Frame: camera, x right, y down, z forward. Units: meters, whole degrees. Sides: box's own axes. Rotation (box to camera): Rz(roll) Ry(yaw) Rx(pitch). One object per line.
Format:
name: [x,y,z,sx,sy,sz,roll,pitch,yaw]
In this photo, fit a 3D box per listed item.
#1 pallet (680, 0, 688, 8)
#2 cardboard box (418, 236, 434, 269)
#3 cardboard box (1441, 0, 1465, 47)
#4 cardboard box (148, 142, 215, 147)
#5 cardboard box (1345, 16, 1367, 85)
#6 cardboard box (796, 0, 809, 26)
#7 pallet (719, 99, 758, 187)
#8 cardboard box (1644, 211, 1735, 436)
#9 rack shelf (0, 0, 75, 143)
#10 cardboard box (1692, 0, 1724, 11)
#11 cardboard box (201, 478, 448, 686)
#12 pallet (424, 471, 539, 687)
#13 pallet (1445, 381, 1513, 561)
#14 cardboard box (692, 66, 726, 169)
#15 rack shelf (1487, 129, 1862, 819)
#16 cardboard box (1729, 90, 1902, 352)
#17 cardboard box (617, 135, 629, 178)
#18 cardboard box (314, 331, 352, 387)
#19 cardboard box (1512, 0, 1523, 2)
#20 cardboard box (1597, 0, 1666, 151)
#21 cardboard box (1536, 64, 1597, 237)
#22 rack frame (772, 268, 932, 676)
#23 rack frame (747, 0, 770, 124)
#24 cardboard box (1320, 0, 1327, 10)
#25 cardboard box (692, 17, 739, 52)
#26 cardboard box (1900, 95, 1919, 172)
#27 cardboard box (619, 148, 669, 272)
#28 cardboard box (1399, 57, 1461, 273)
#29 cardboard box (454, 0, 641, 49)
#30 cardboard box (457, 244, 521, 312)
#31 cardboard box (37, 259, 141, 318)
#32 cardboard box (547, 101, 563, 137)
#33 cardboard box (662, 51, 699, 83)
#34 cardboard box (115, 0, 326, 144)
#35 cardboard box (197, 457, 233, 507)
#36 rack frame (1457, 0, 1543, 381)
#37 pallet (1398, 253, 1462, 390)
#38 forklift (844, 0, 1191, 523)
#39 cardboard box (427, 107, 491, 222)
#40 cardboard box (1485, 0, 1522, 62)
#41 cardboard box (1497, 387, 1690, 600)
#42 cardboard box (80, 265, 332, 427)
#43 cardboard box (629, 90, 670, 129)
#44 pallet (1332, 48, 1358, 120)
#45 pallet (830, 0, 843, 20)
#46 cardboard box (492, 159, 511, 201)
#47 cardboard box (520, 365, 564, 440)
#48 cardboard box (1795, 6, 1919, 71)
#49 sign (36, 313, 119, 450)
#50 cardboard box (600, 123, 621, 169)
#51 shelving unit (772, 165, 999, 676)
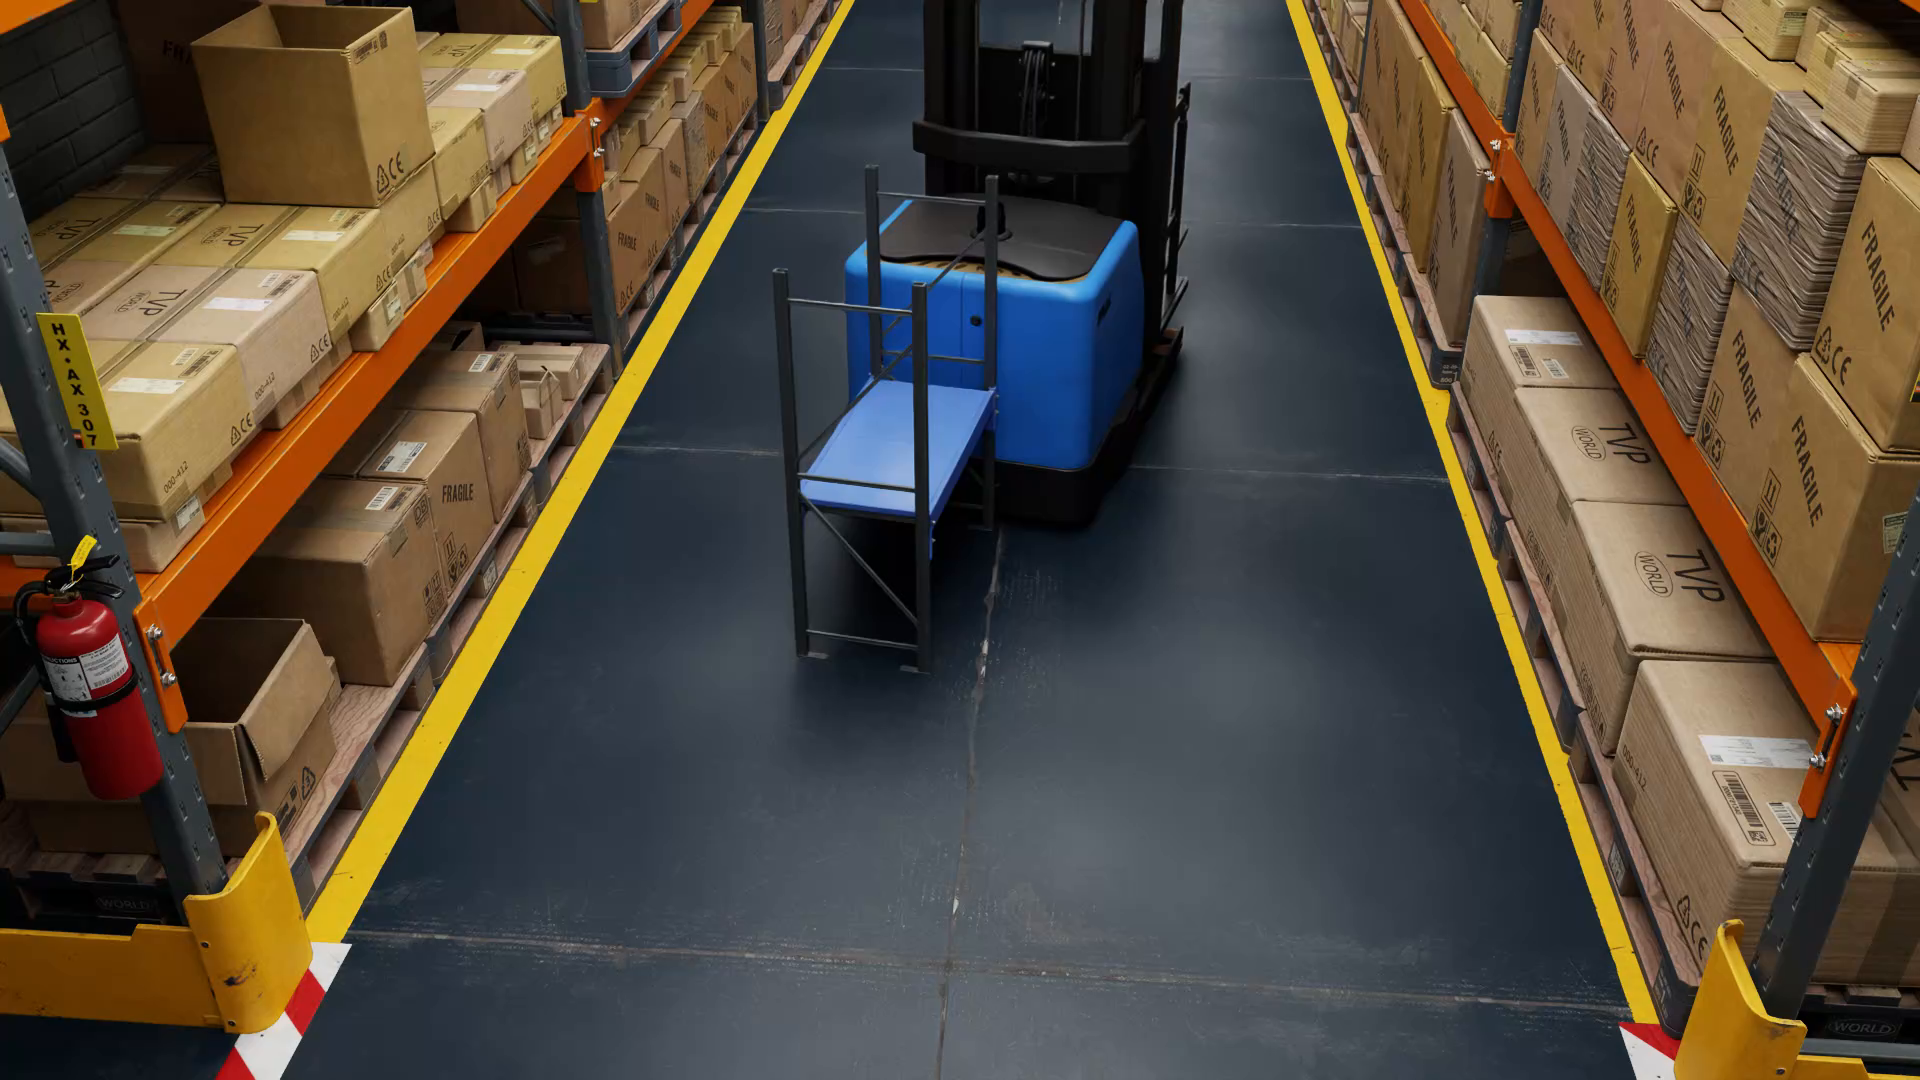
pallet: [-1.966,-3.081,9.073,1.003,0.211,1.213,2,32,4]
cardboard box: [-2.056,-0.997,5.749,0.380,0.149,0.250,2,32,4]
cardboard box: [2.697,-2.589,8.234,0.500,0.250,0.500,2,32,3]
cardboard box: [-2.526,-1.371,5.975,0.500,0.250,0.500,3,32,5]
cardboard box: [3.191,-3.324,11.390,0.950,0.372,0.625,0,32,1]
cardboard box: [-1.648,-4.367,12.840,0.875,0.625,0.625,1,32,2]
pallet: [-1.911,-2.603,10.773,1.003,0.211,1.213,2,32,4]
cardboard box: [2.347,-0.623,4.807,0.500,0.500,0.500,3,32,5]
rack shelf: [-2.301,-2.013,4.984,1.077,0.370,4.000,2,32,4]
cardboard box: [2.382,-1.673,4.938,0.380,0.149,0.250,3,32,4]
cardboard box: [-2.211,0.128,5.665,0.700,0.500,0.500,4,32,6]
pallet: [-2.292,0.098,6.390,1.003,0.211,1.213,2,32,4]
pallet: [2.669,-0.296,7.030,1.003,0.211,1.213,2,32,4]
cardboard box: [-1.724,-2.529,9.977,0.500,0.500,0.500,4,32,6]
rack shelf: [2.646,-0.526,5.430,1.077,0.370,4.000,2,32,4]
cardboard box: [2.299,-0.791,4.126,0.500,0.500,0.500,3,32,4]
cardboard box: [-1.889,-1.938,8.399,0.380,0.149,0.250,1,32,1]
cardboard box: [-2.105,-0.592,5.091,0.380,0.149,0.250,3,32,5]
cardboard box: [2.595,-2.590,7.046,0.500,0.500,0.500,3,32,6]
cardboard box: [2.429,-1.576,5.400,0.500,0.500,0.500,3,32,5]
cardboard box: [2.465,-1.423,6.105,0.500,0.500,0.500,3,32,4]
rack frame: [-0.349,-0.190,5.628,0.500,1.500,0.032,7,32,12]
rack frame: [-1.813,-4.179,10.673,1.000,3.000,0.127,2,32,4]
cardboard box: [3.365,-4.471,13.250,0.950,0.372,0.625,4,32,7]
cardboard box: [-1.592,-3.157,10.378,0.380,0.149,0.250,1,32,1]
cardboard box: [2.310,-0.861,3.621,0.380,0.149,0.250,3,32,5]
cardboard box: [-1.841,-1.725,8.672,0.500,0.500,0.500,2,32,3]
cardboard box: [2.846,-1.952,8.684,0.875,0.875,0.875,3,32,5]
cardboard box: [-1.876,-2.553,7.537,0.700,0.500,0.500,3,32,5]
cardboard box: [-2.393,-1.472,8.261,0.500,0.500,0.500,2,32,4]
cardboard box: [-2.648,-0.580,4.692,0.500,0.250,0.500,3,32,4]
cardboard box: [-1.912,-1.803,7.057,0.380,0.149,0.250,3,32,5]
cardboard box: [-1.744,-2.755,9.725,0.380,0.149,0.250,2,32,3]
cardboard box: [-2.525,-1.703,5.798,0.500,0.500,0.500,2,32,3]
cardboard box: [-2.189,-0.184,4.430,0.380,0.149,0.250,3,32,5]
rack frame: [2.809,-1.878,6.938,1.000,3.000,0.127,2,32,4]
pallet: [2.797,-1.097,8.329,1.003,0.211,1.213,2,32,4]
forklift: [0.463,-2.082,7.334,1.130,2.935,3.031,9,33,15]
cardboard box: [-2.016,-1.351,5.943,0.500,0.250,0.500,2,32,4]
cardboard box: [2.603,-2.268,7.237,0.500,0.250,0.500,2,32,4]
cardboard box: [2.579,-0.174,6.215,0.875,0.438,0.875,2,32,3]
cardboard box: [-2.118,-0.548,4.640,0.500,0.250,0.500,3,32,5]
cardboard box: [-1.800,-2.340,9.052,0.380,0.149,0.250,4,32,6]
pallet: [3.200,-3.191,11.726,1.003,0.211,1.213,2,32,4]
pallet: [-1.508,-4.697,14.170,1.003,0.211,1.213,2,32,4]
cardboard box: [-1.957,-1.393,6.391,0.380,0.149,0.250,3,32,5]
cardboard box: [-1.920,-0.612,7.090,0.396,0.266,0.258,4,32,6]
cardboard box: [2.401,-1.263,4.273,0.380,0.149,0.250,2,32,4]
sign: [-1.923,-0.342,3.620,0.100,0.325,0.005,2,32,4]
cardboard box: [-1.870,-1.919,8.086,0.380,0.149,0.250,1,32,2]
shelving unit: [-0.227,-0.449,6.048,0.538,1.500,1.048,7,32,12]
